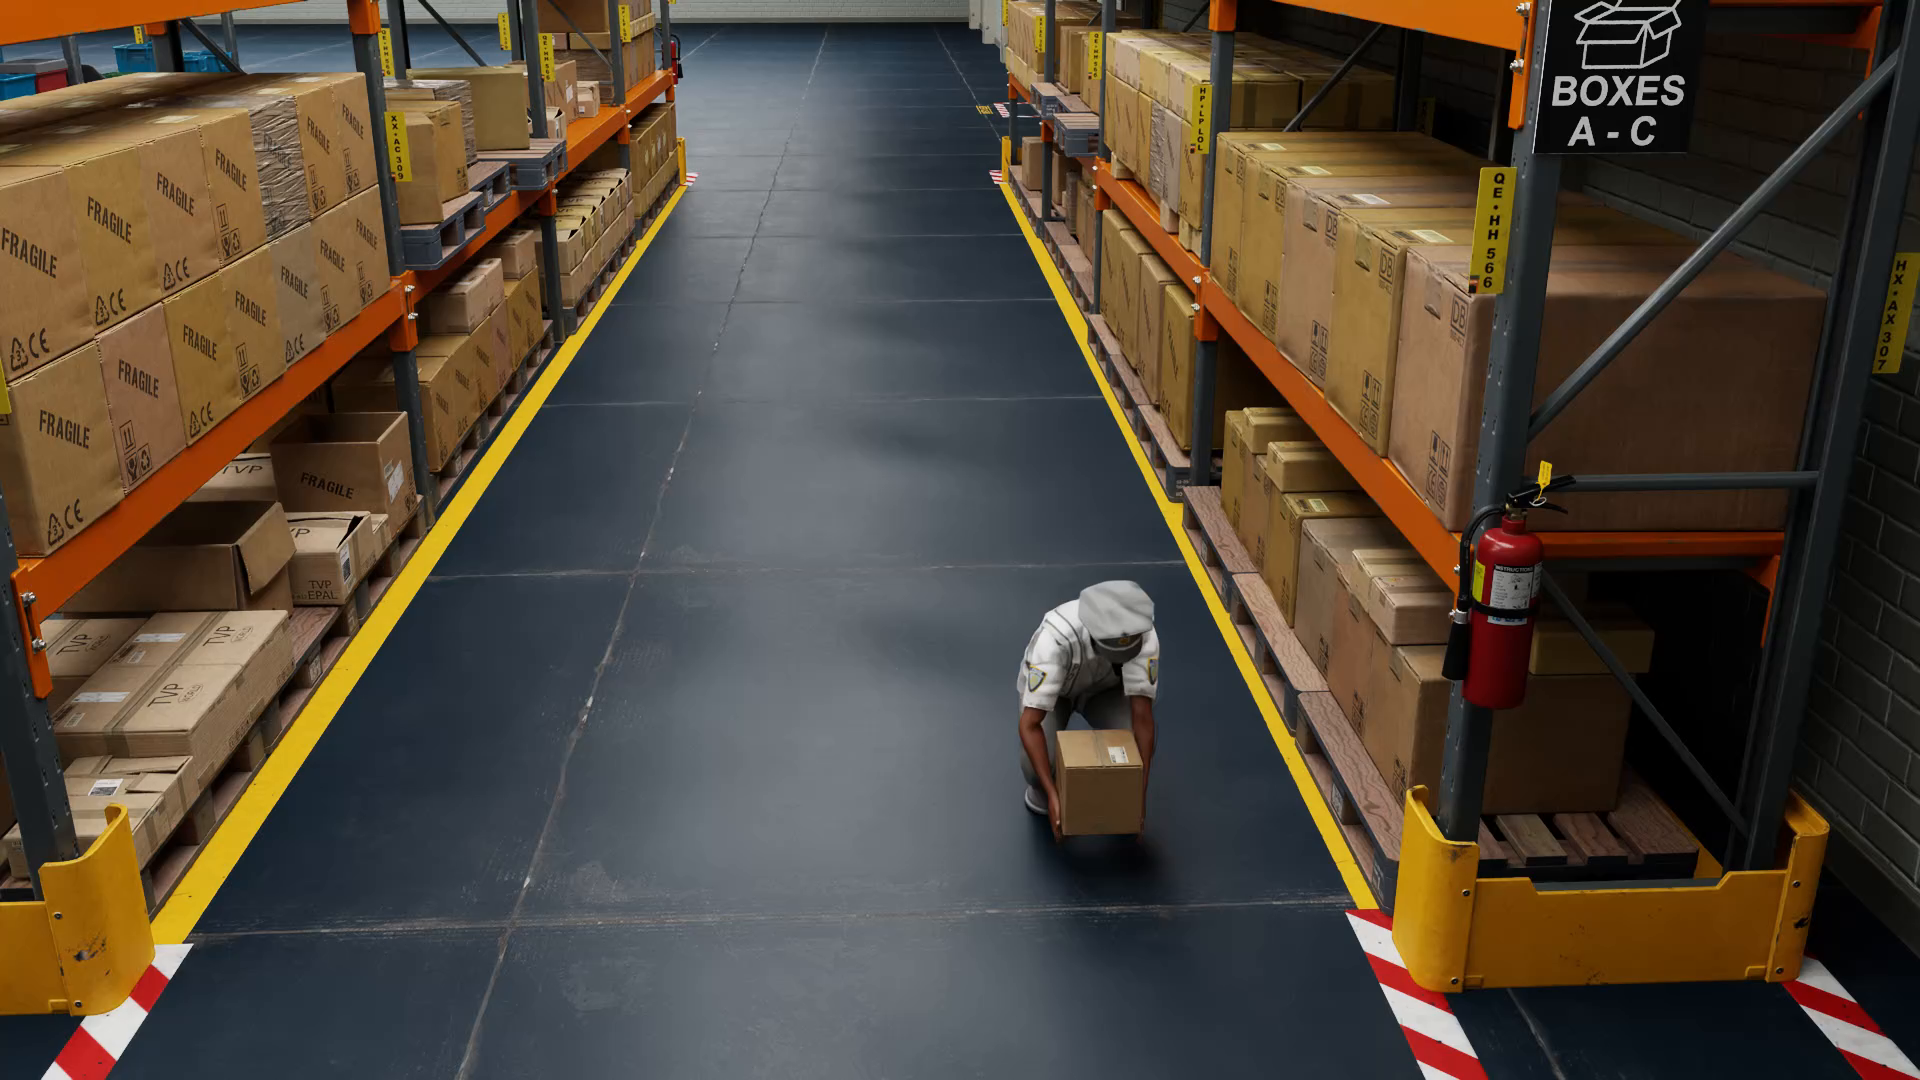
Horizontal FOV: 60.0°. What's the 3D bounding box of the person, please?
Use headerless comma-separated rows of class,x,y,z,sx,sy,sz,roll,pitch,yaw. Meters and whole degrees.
person,0.426,0.534,5.681,0.482,0.959,0.850,-1,21,-4
